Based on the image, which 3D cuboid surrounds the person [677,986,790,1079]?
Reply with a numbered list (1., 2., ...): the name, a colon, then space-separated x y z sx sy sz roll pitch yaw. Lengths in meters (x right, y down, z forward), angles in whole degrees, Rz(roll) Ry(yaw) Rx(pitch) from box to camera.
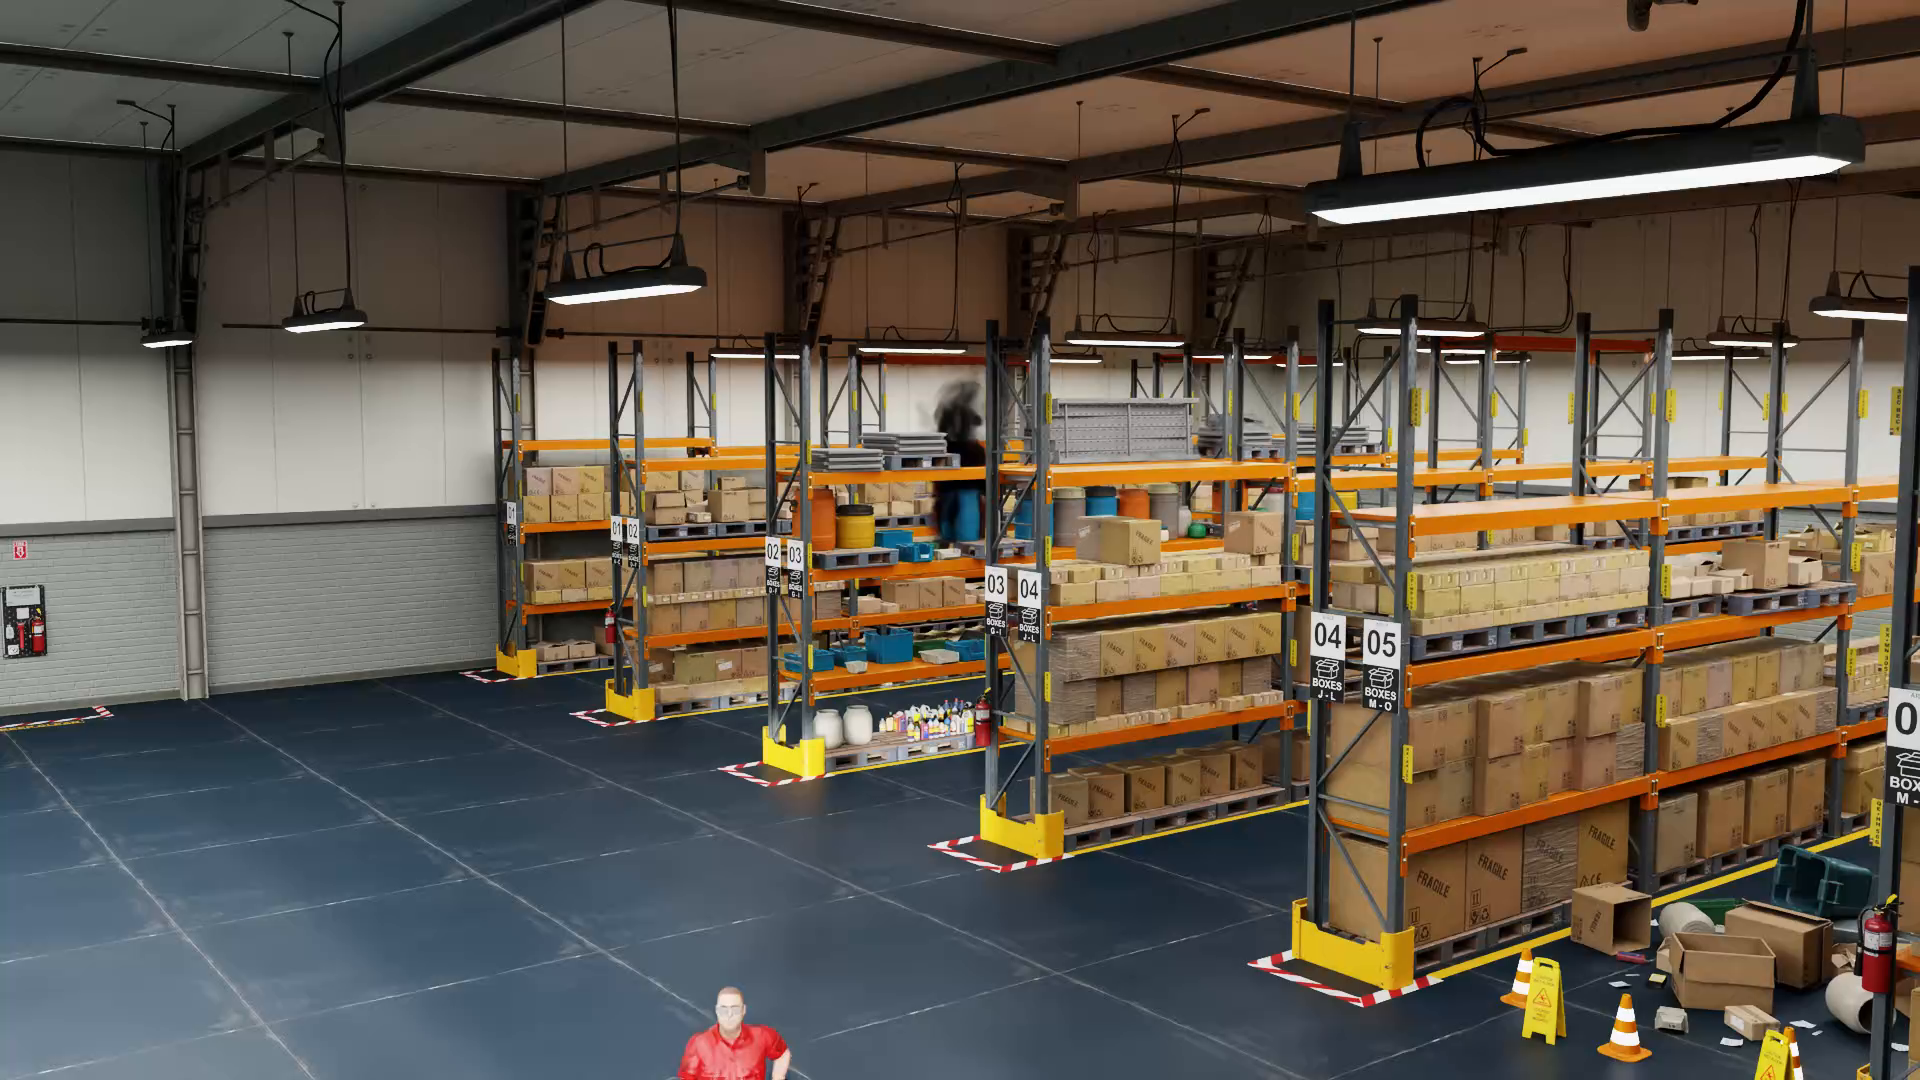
1. person: -1.313 3.477 9.623 0.640 1.786 0.726 0 5 -3
